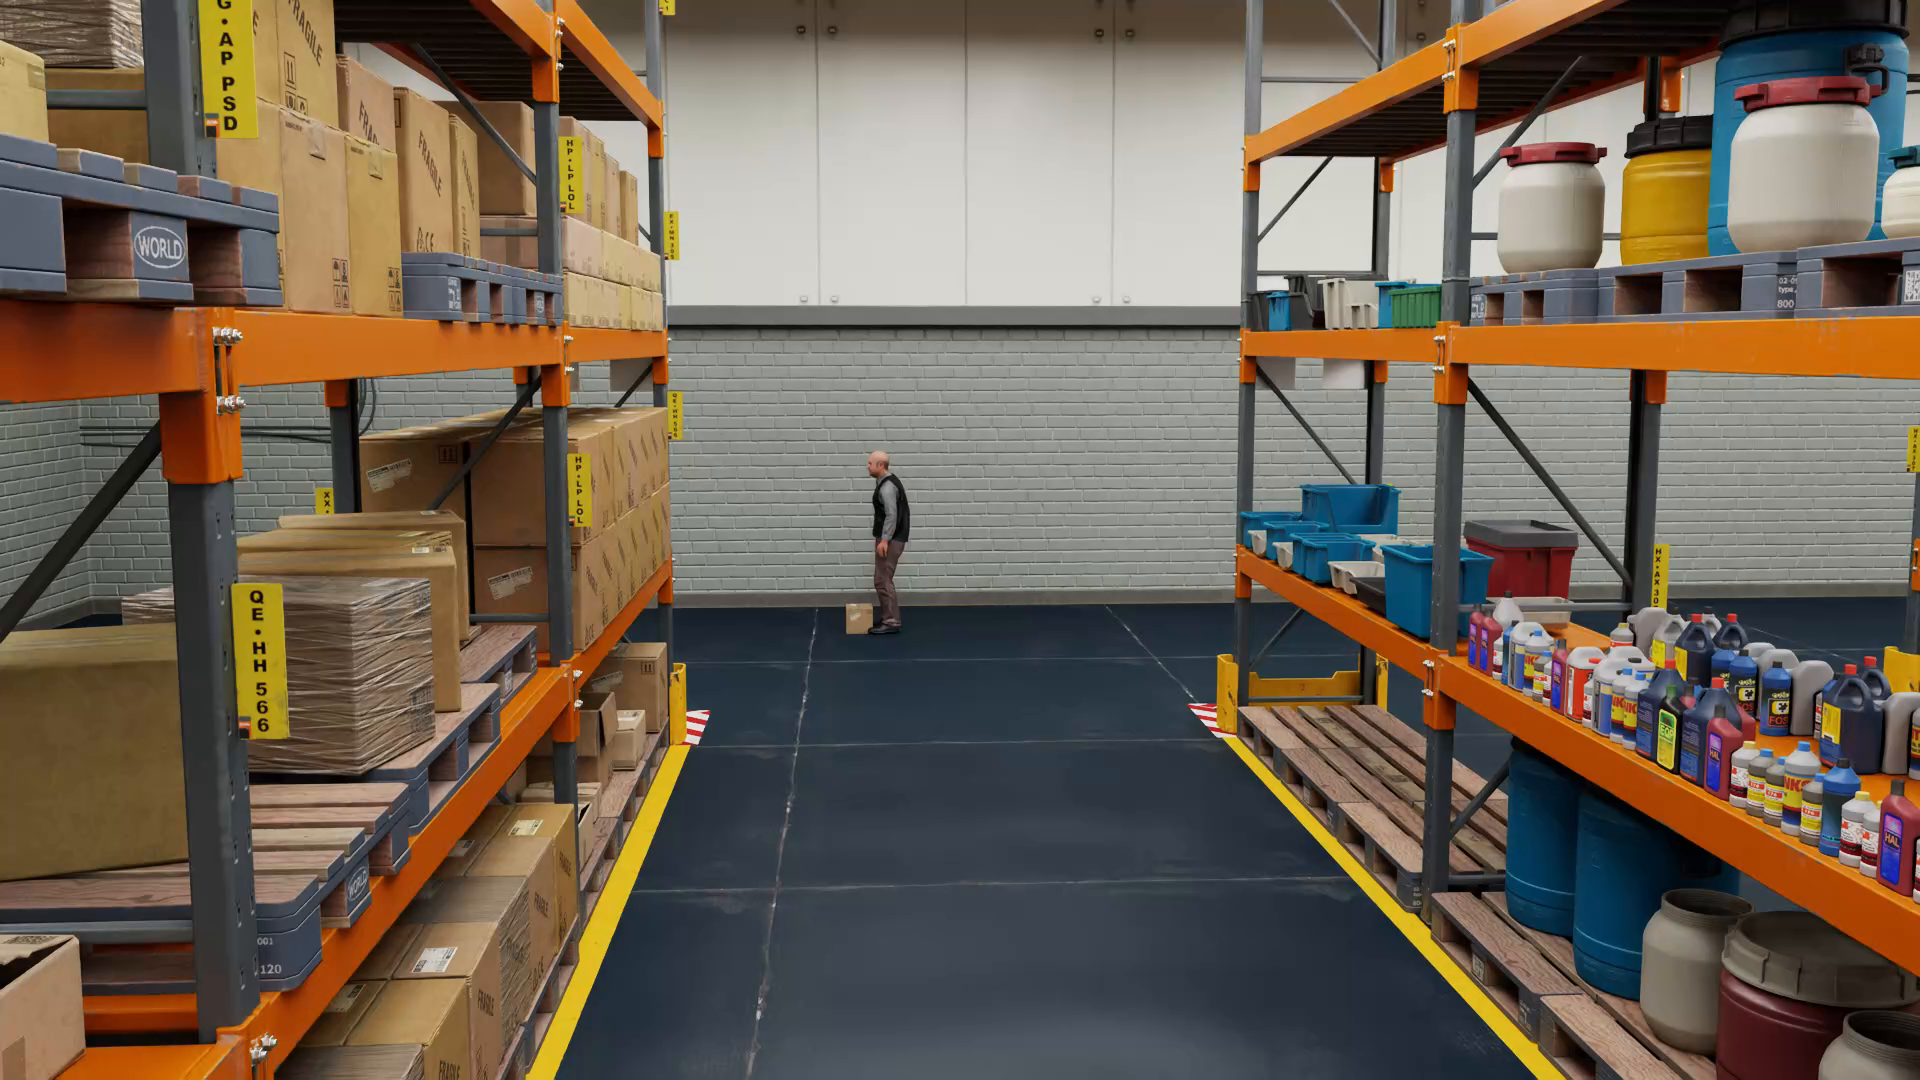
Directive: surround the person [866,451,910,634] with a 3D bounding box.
[{"bbox_3d":[-0.677,0.014,15.724,0.411,1.721,0.588,-1,7,-5],"label":"person"}]
